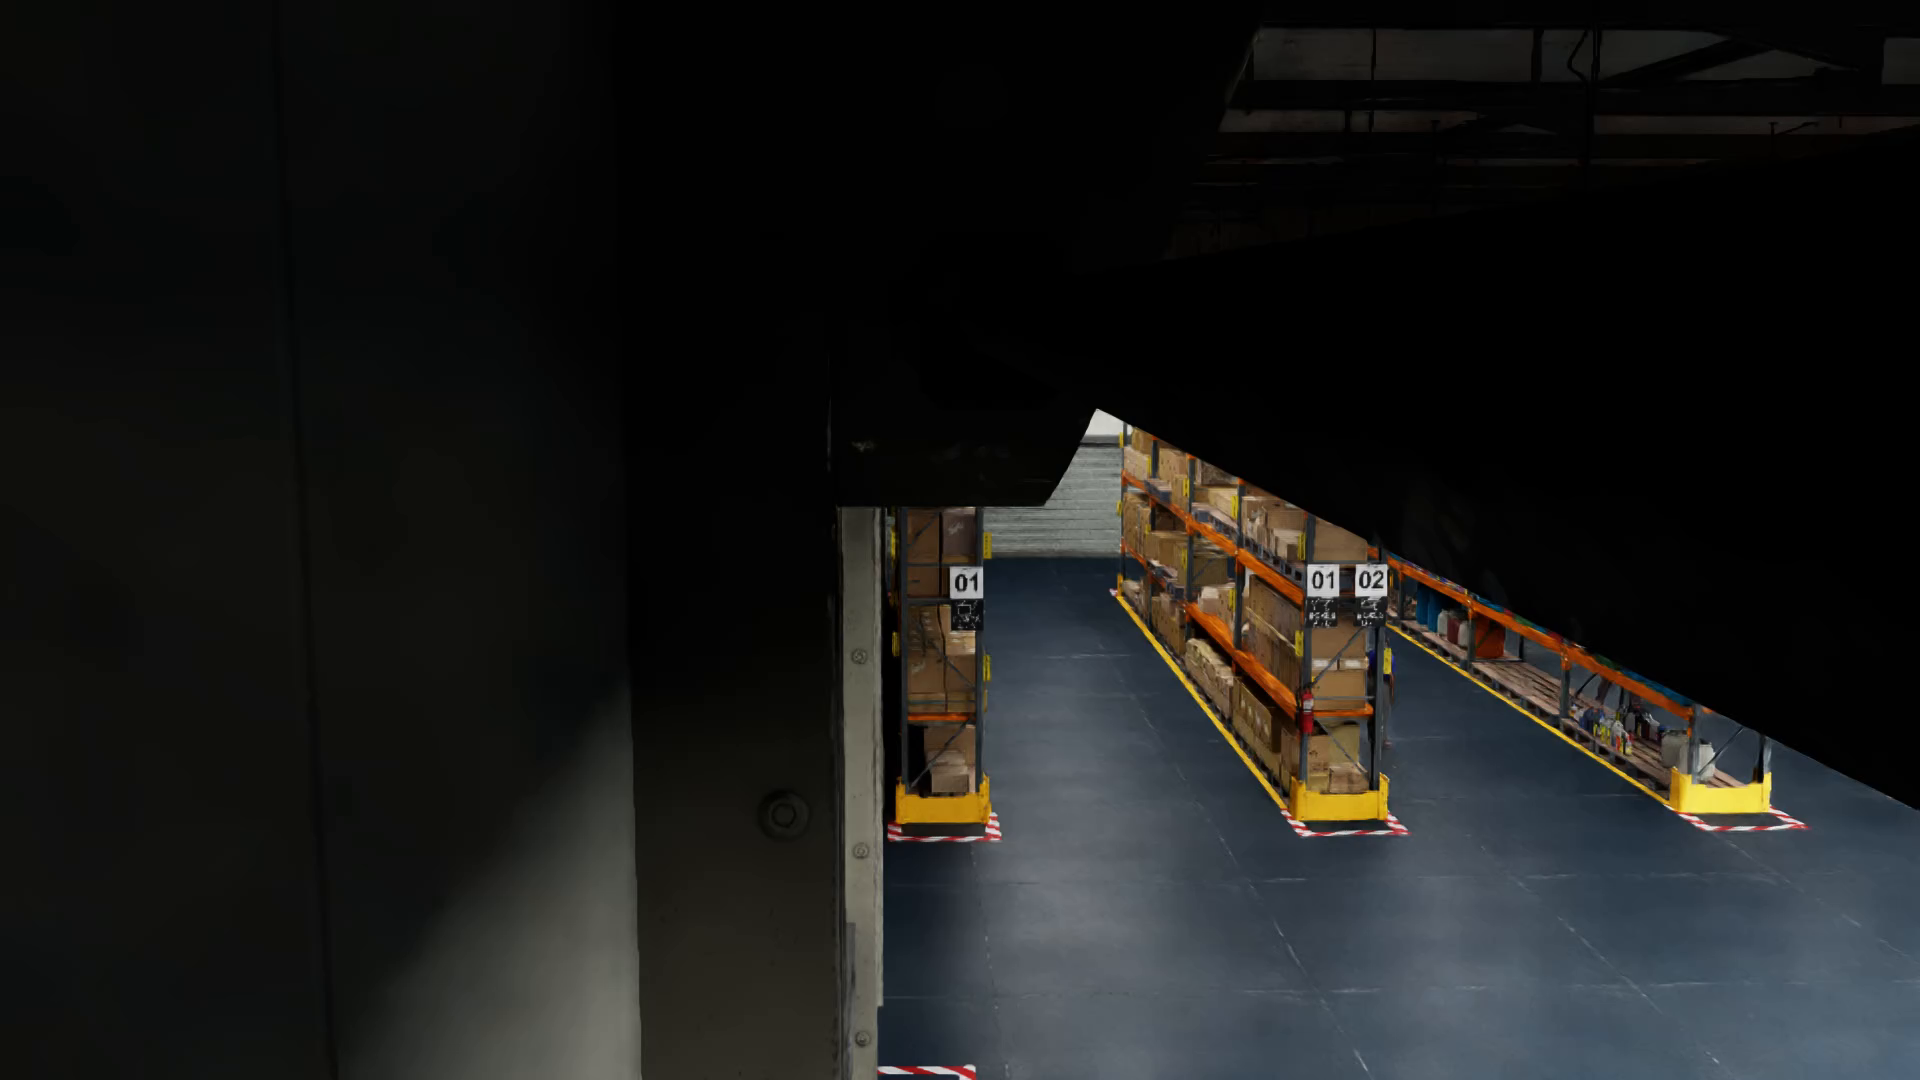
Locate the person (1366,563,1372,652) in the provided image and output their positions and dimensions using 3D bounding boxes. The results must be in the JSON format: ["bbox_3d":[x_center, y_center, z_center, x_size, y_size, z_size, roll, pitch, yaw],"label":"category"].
[{"bbox_3d":[7.488,1.204,30.563,0.408,1.680,0.538,-5,10,-32],"label":"person"}]

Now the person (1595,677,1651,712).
[{"bbox_3d":[10.328,1.856,25.970,0.644,1.673,0.751,-4,9,-28],"label":"person"}]

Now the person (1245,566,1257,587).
[{"bbox_3d":[5.982,0.754,33.623,0.600,1.725,1.110,-1,8,-4],"label":"person"}]

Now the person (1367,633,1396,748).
[{"bbox_3d":[6.092,2.137,24.003,0.422,1.663,0.502,-5,10,-32],"label":"person"}]
